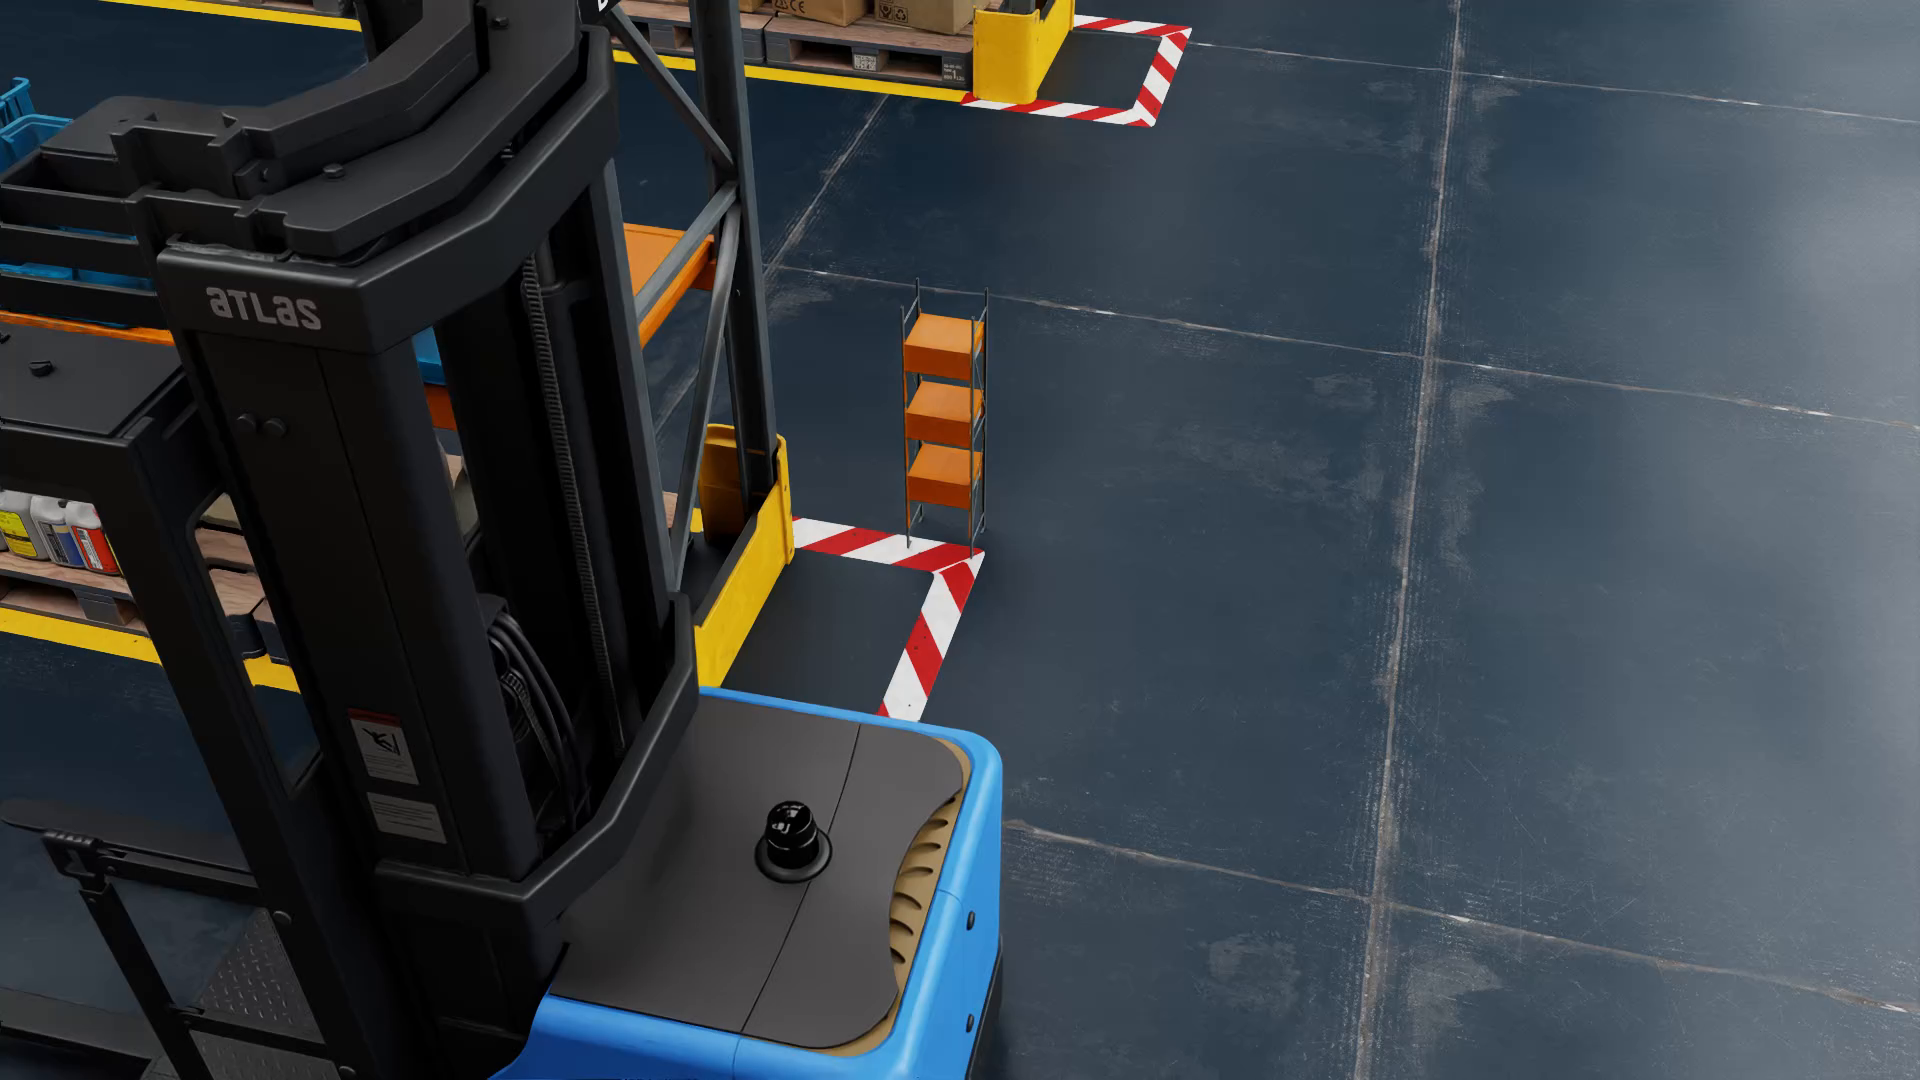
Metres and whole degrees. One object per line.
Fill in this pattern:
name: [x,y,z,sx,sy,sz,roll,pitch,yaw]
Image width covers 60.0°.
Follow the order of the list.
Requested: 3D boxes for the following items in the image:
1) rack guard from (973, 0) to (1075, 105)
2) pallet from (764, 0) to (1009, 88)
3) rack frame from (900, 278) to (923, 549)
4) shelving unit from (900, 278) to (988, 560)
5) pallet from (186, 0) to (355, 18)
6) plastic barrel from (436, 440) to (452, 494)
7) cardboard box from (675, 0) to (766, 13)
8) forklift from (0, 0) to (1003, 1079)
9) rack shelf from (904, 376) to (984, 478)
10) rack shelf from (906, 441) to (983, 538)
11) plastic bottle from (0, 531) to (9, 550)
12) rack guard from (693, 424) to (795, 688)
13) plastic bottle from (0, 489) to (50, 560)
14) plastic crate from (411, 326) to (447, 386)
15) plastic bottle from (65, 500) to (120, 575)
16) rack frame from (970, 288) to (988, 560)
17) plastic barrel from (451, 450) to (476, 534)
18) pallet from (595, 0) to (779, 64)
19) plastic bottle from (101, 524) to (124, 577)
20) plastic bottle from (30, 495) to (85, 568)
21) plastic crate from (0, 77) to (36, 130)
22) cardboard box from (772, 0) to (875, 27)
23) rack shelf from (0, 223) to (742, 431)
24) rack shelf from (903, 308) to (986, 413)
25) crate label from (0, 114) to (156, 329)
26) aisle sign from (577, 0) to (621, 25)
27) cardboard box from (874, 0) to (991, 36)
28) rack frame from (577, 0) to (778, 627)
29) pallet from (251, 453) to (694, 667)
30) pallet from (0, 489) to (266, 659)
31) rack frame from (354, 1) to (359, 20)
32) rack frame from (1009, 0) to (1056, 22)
rack guard: [0.374,-2.950,9.374,0.348,0.500,1.175,10,41,11]
pallet: [-0.402,-2.997,9.654,1.213,0.211,1.003,10,41,11]
rack frame: [-0.169,-0.432,5.947,0.008,1.050,0.200,10,41,11]
shelving unit: [-0.052,-0.411,5.923,0.252,1.050,0.215,10,41,11]
pallet: [-4.169,-3.620,10.397,1.213,0.211,1.003,10,41,11]
plastic barrel: [-1.972,-0.171,5.729,0.421,0.512,0.421,0,40,0]
cardboard box: [-1.338,-3.406,9.591,0.500,0.500,0.500,13,42,15]
forklift: [-1.457,0.257,3.665,3.031,2.935,1.130,9,41,10]
rack shelf: [-0.052,-0.403,5.930,0.240,0.259,0.215,10,41,11]
rack shelf: [-0.052,-0.190,6.109,0.240,0.259,0.215,10,41,11]
plastic bottle: [-3.431,-0.143,5.805,0.185,0.351,0.144,9,41,11]
rack guard: [-0.918,0.156,5.675,0.348,0.500,1.175,10,41,11]
plastic bottle: [-3.252,-0.112,5.768,0.185,0.351,0.144,11,41,13]
plastic crate: [-1.394,-0.658,4.817,0.616,0.251,0.499,10,41,11]
plastic bottle: [-2.957,-0.035,5.735,0.135,0.276,0.152,10,41,12]
rack frame: [0.066,-0.391,5.899,0.008,1.050,0.200,10,41,11]
plastic barrel: [-1.488,-0.088,5.630,0.421,0.512,0.421,0,40,0]
pallet: [-1.576,-3.201,9.897,1.213,0.211,1.003,10,41,11]
plastic bottle: [-2.838,0.013,5.672,0.133,0.283,0.061,11,41,12]
plastic bottle: [-3.091,-0.058,5.762,0.135,0.276,0.152,9,41,10]
plastic crate: [-3.558,-1.410,5.712,0.616,0.251,0.499,10,41,11]
cardboard box: [-0.738,-3.291,9.453,0.500,0.500,0.500,20,44,23]
rack shelf: [-2.765,-0.875,5.518,4.000,0.370,1.077,10,41,11]
rack shelf: [-0.052,-0.621,5.748,0.240,0.259,0.215,10,41,11]
crate label: [-2.681,-0.969,5.044,0.616,0.435,0.502,10,41,11]
aisle sign: [-0.840,-1.617,3.821,0.004,0.787,0.394,10,41,11]
cardboard box: [-0.151,-3.212,9.360,0.500,0.500,0.500,17,43,19]
rack frame: [-0.833,-0.818,4.891,0.127,3.000,1.000,10,41,11]
pallet: [-1.702,0.128,5.933,1.213,0.211,1.003,10,41,11]
pallet: [-2.877,-0.076,6.176,1.213,0.211,1.003,10,41,11]
rack frame: [-3.417,-4.560,9.347,0.127,3.000,1.000,10,41,11]
rack frame: [0.448,-3.895,8.555,0.127,3.000,1.000,10,41,11]
